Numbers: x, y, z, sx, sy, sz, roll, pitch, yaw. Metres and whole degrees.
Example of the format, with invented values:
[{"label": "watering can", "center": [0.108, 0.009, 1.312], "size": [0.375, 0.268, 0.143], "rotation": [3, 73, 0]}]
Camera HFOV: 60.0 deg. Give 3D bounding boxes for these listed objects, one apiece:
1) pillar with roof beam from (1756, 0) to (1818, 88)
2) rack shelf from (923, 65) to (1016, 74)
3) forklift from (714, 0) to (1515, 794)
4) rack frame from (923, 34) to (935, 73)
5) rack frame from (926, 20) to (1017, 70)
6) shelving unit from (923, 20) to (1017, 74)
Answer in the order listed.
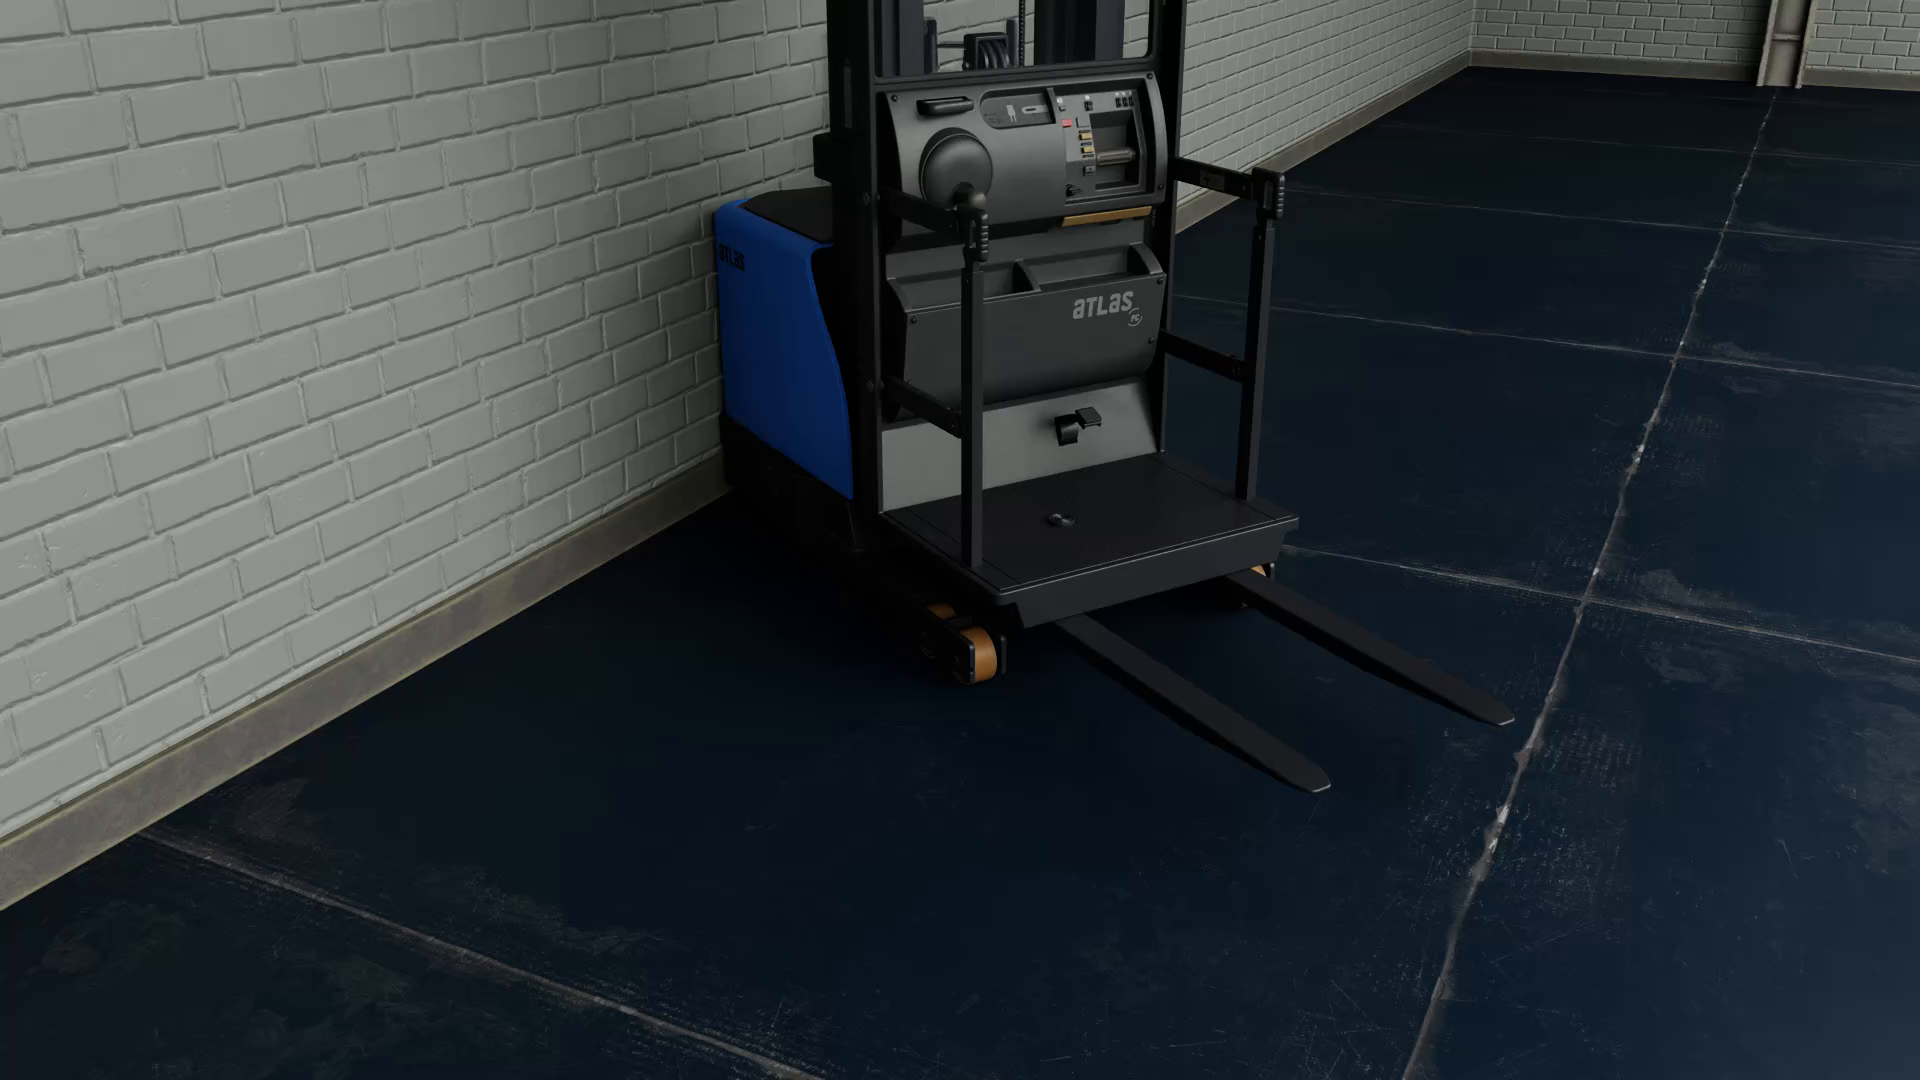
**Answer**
[{"label": "pillar with roof beam", "center": [5.999, -7.050, 10.830], "size": [0.400, 9.000, 9.100], "rotation": [11, 25, 25]}, {"label": "rack shelf", "center": [-0.110, -1.678, 6.652], "size": [0.431, 0.370, 0.720], "rotation": [9, 23, 25]}, {"label": "forklift", "center": [0.320, -1.139, 4.684], "size": [1.130, 2.935, 3.031], "rotation": [-13, 26, -28]}, {"label": "rack frame", "center": [-0.264, -1.193, 6.487], "size": [0.400, 1.500, 0.023], "rotation": [9, 23, 25]}, {"label": "rack frame", "center": [0.061, -1.435, 7.097], "size": [0.400, 1.500, 0.023], "rotation": [9, 23, 25]}, {"label": "shelving unit", "center": [-0.101, -1.314, 6.792], "size": [0.431, 1.500, 0.755], "rotation": [9, 23, 25]}]
